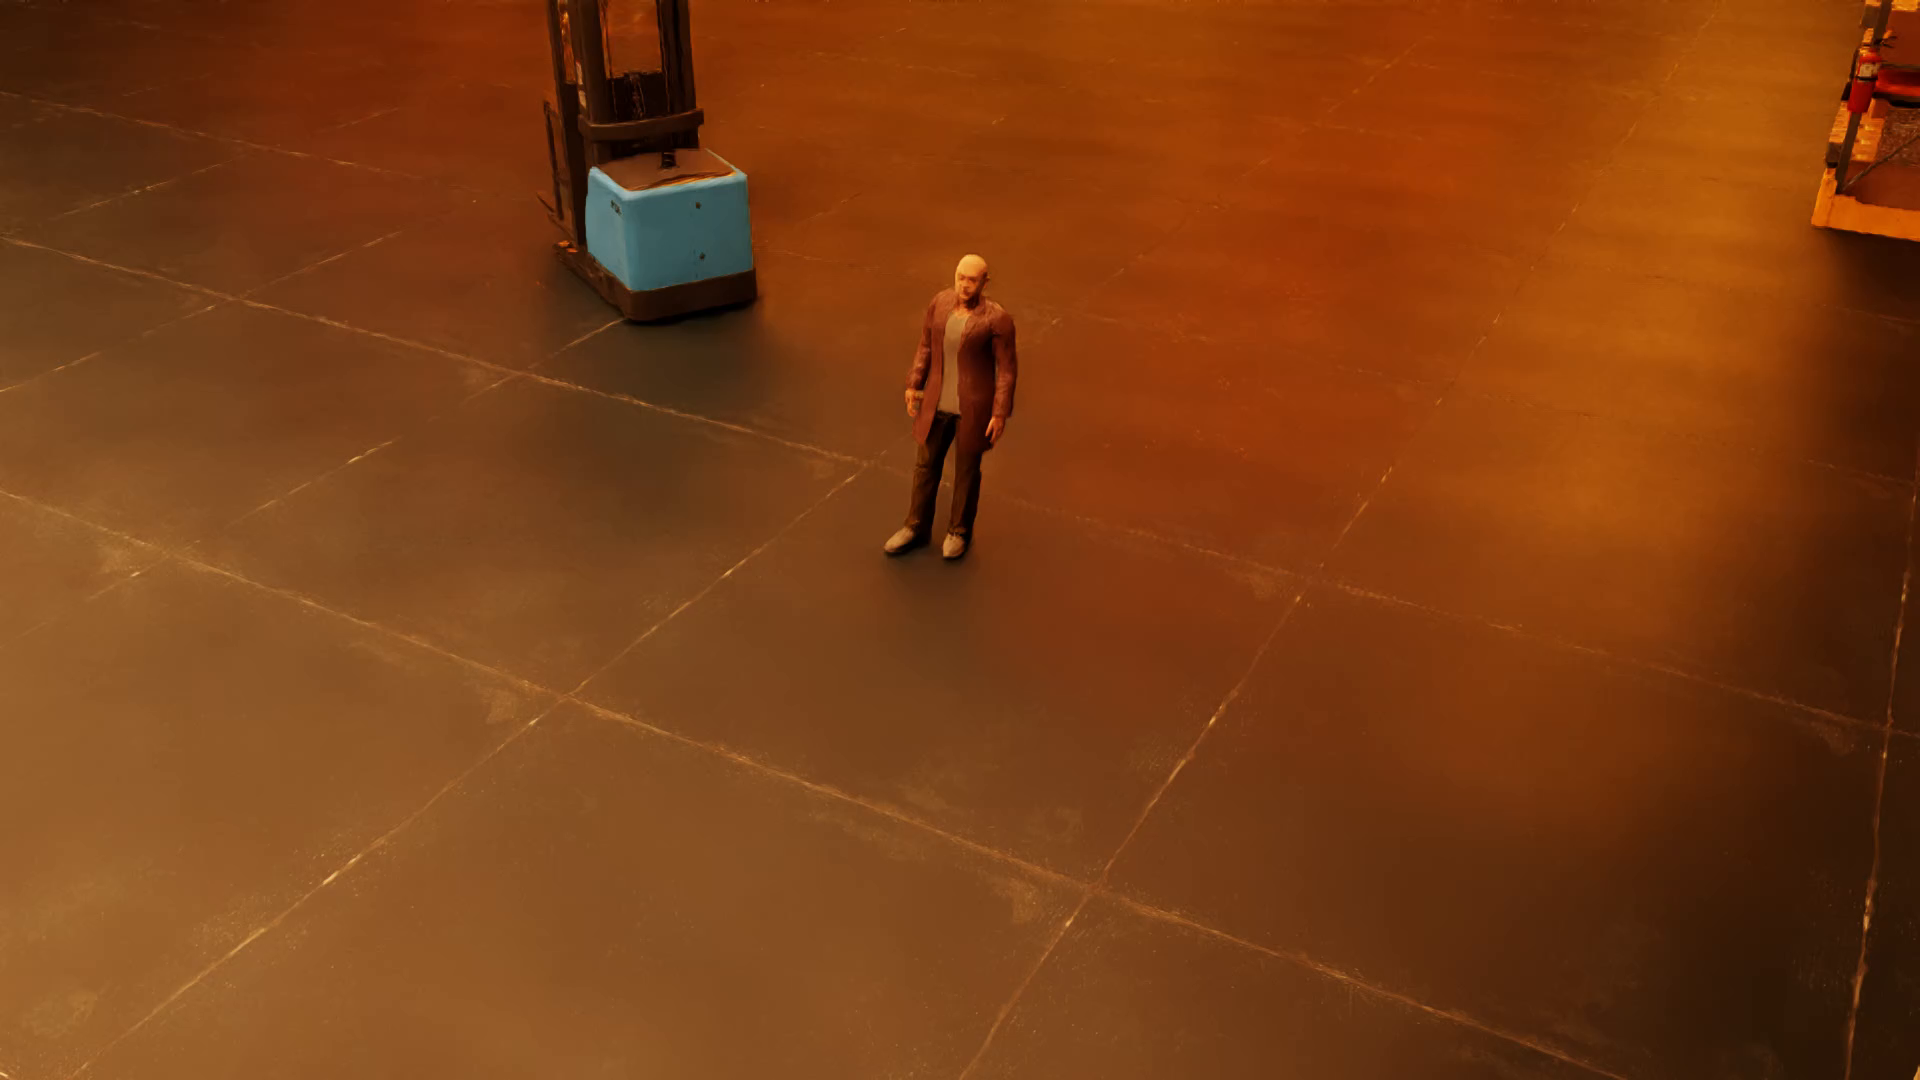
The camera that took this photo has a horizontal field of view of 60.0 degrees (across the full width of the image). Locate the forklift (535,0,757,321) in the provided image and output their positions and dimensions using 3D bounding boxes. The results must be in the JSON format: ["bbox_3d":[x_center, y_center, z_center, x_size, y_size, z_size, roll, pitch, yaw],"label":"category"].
[{"bbox_3d":[-2.787,-3.656,13.406,1.130,2.935,3.031,-16,34,-26],"label":"forklift"}]

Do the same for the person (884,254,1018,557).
[{"bbox_3d":[-0.048,-0.737,9.488,0.694,1.776,0.580,15,33,25],"label":"person"}]
